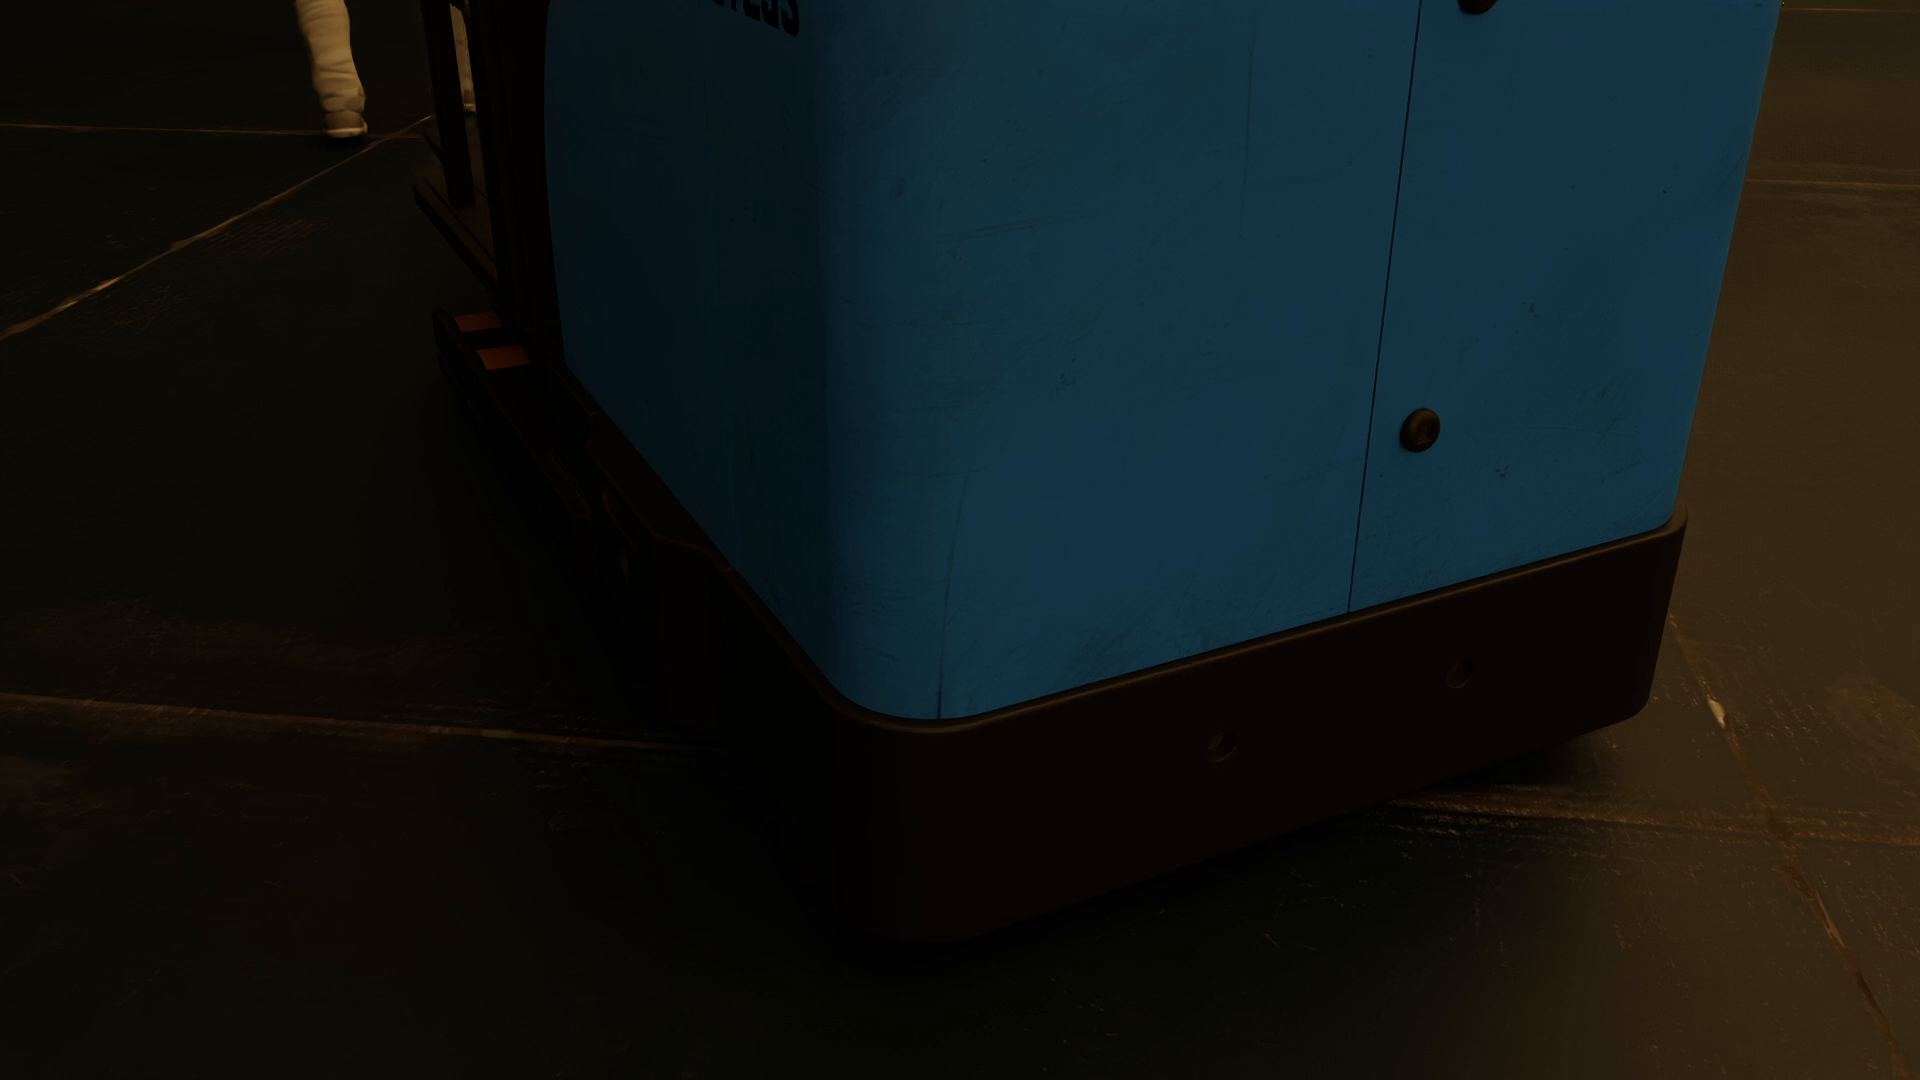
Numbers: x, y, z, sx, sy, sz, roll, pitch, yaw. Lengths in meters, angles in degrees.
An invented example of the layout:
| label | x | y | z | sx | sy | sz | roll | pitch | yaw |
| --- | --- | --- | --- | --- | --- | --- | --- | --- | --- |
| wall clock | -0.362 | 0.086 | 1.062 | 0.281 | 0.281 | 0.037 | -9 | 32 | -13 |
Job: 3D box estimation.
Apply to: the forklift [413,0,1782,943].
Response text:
| label | x | y | z | sx | sy | sz | roll | pitch | yaw |
| --- | --- | --- | --- | --- | --- | --- | --- | --- | --- |
| forklift | -0.290 | -1.558 | 2.339 | 1.130 | 2.935 | 3.031 | -13 | 29 | -24 |

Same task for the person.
| label | x | y | z | sx | sy | sz | roll | pitch | yaw |
| --- | --- | --- | --- | --- | --- | --- | --- | --- | --- |
| person | -1.656 | -2.016 | 4.774 | 0.654 | 1.580 | 0.777 | -10 | 28 | -19 |
